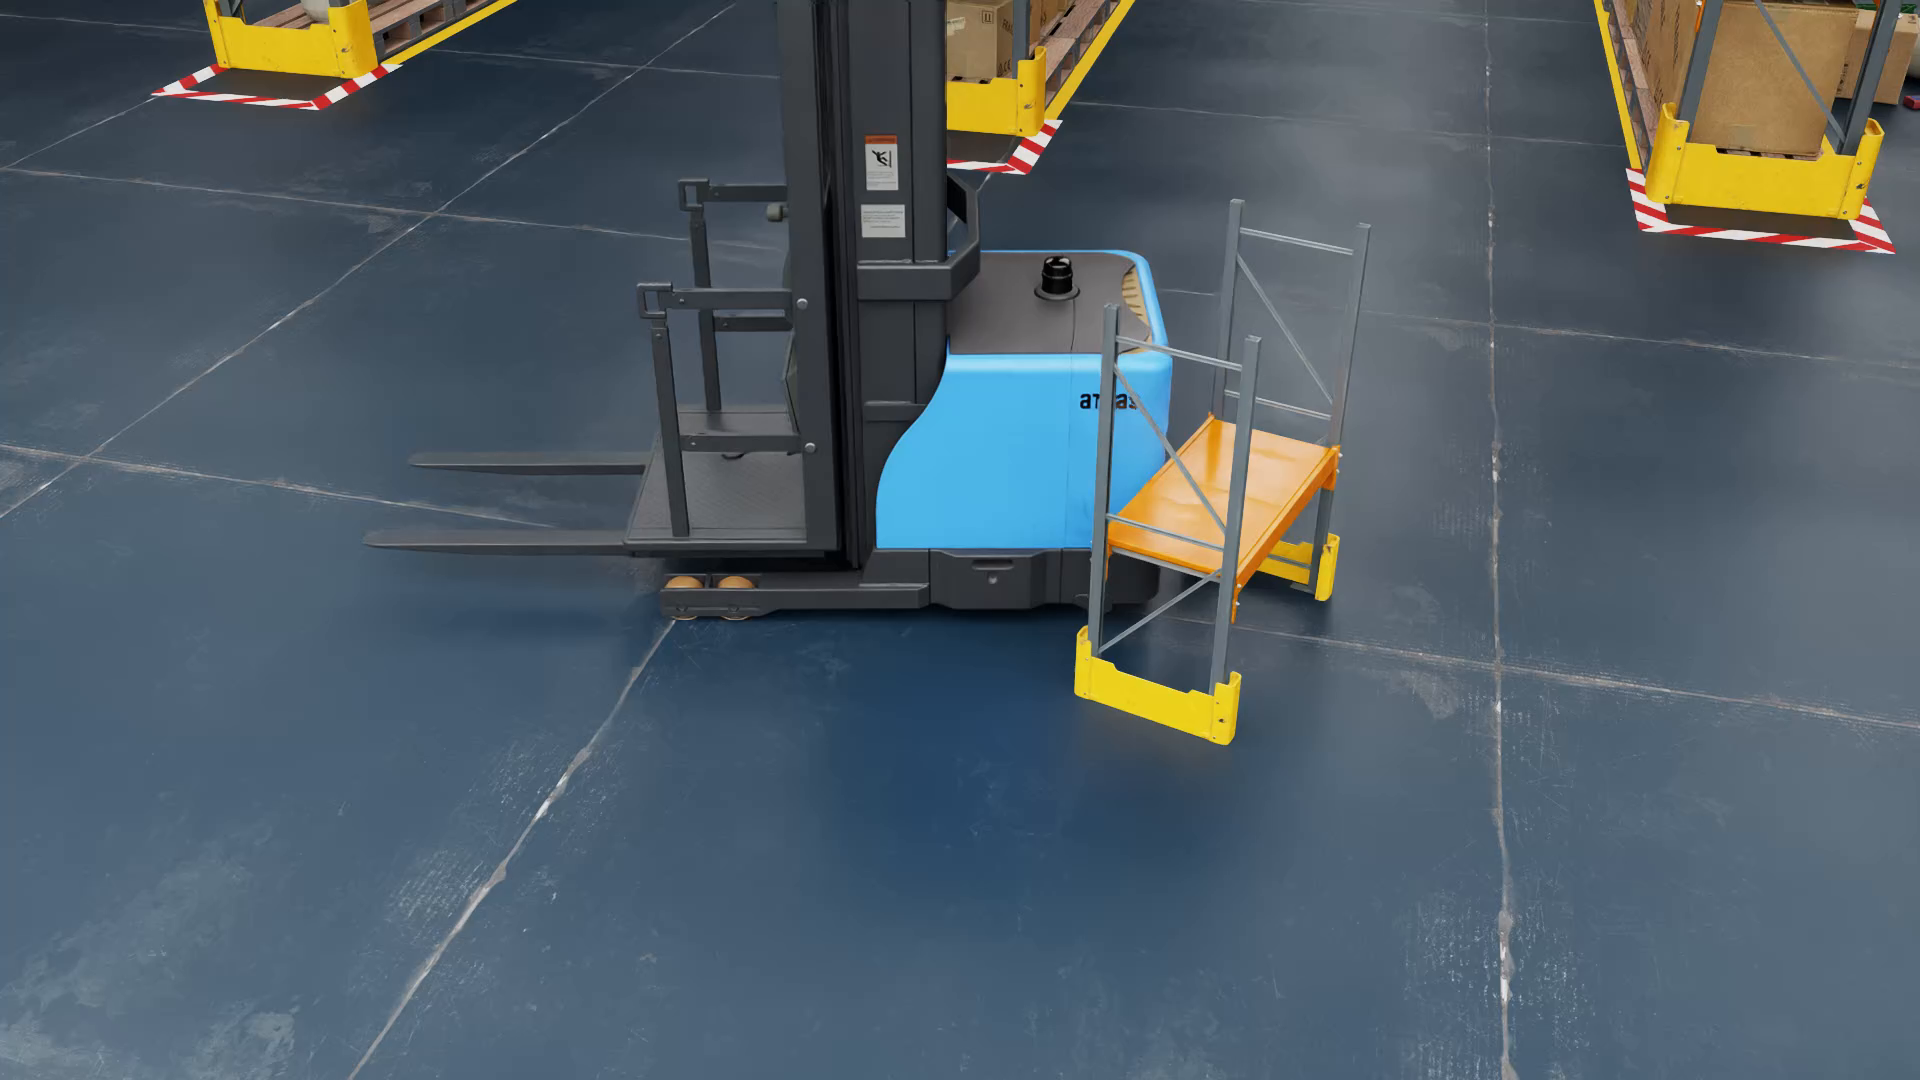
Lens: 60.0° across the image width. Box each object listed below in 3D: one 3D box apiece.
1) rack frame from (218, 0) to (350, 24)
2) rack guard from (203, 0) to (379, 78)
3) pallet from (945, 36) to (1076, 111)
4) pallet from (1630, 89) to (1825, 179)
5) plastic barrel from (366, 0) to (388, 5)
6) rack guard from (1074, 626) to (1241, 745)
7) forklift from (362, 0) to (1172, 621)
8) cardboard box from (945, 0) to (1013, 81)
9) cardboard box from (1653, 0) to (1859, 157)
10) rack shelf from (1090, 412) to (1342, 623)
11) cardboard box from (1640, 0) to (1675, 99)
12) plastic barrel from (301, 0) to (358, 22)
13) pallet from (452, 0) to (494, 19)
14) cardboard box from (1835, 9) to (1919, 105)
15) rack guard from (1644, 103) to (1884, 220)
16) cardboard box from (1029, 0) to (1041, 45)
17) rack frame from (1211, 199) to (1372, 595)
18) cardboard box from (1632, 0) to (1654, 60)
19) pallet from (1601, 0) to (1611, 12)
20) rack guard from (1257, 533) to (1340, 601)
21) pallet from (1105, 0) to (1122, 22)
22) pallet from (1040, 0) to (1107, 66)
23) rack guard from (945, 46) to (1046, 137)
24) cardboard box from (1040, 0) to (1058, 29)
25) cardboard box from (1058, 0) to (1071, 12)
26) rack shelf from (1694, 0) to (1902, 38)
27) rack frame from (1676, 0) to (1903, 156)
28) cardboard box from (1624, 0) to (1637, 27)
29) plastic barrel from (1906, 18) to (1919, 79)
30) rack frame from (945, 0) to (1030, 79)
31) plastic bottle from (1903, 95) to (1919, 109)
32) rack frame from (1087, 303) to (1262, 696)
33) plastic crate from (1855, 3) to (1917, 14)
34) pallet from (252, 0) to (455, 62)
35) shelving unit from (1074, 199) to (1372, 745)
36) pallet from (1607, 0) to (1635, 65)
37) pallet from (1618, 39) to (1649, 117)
[{"bbox_3d":[-4.841,-4.706,11.357,1.000,3.000,0.127,8,33,12],"label":"rack frame"},{"bbox_3d":[-4.867,-3.697,12.100,1.175,0.500,0.348,8,33,12],"label":"rack guard"},{"bbox_3d":[0.210,-3.311,11.762,1.003,0.211,1.213,8,33,12],"label":"pallet"},{"bbox_3d":[4.850,-2.553,10.569,1.003,0.211,1.213,8,33,12],"label":"pallet"},{"bbox_3d":[-4.620,-4.446,12.875,0.421,0.512,0.421,0,32,0],"label":"plastic barrel"},{"bbox_3d":[0.674,0.498,5.733,0.587,0.250,0.087,17,36,25],"label":"rack guard"},{"bbox_3d":[-0.760,-1.217,5.932,3.031,2.935,1.130,0,32,0],"label":"forklift"},{"bbox_3d":[0.125,-3.476,11.361,0.500,0.500,0.500,14,35,21],"label":"cardboard box"},{"bbox_3d":[4.830,-2.946,10.177,0.875,0.875,0.875,8,33,13],"label":"cardboard box"},{"bbox_3d":[0.917,-0.105,5.852,0.538,0.185,1.000,17,36,25],"label":"rack shelf"},{"bbox_3d":[5.052,-3.403,10.895,0.875,0.875,0.875,8,33,12],"label":"cardboard box"},{"bbox_3d":[-4.747,-4.186,12.466,0.421,0.512,0.421,0,32,0],"label":"plastic barrel"},{"bbox_3d":[-4.344,-4.627,13.832,1.003,0.211,1.213,8,33,12],"label":"pallet"},{"bbox_3d":[6.336,-3.381,11.600,0.500,0.500,0.500,14,35,21],"label":"cardboard box"},{"bbox_3d":[4.716,-2.237,9.803,1.175,0.500,0.348,8,33,12],"label":"rack guard"},{"bbox_3d":[0.244,-3.791,11.856,0.500,0.500,0.500,17,36,25],"label":"cardboard box"},{"bbox_3d":[1.170,-0.493,6.128,0.500,1.500,0.032,17,36,25],"label":"rack frame"},{"bbox_3d":[5.285,-3.875,11.639,0.875,0.875,0.875,8,33,13],"label":"cardboard box"},{"bbox_3d":[5.860,-4.614,13.811,1.003,0.211,1.213,8,33,12],"label":"pallet"},{"bbox_3d":[1.169,0.035,6.462,0.587,0.250,0.087,17,36,25],"label":"rack guard"},{"bbox_3d":[0.829,-4.578,13.754,1.003,0.211,1.213,8,33,12],"label":"pallet"},{"bbox_3d":[0.522,-3.943,12.755,1.003,0.211,1.213,8,33,12],"label":"pallet"},{"bbox_3d":[-0.030,-3.017,11.029,1.175,0.500,0.348,8,33,12],"label":"rack guard"},{"bbox_3d":[0.421,-4.113,12.363,0.500,0.500,0.500,11,34,17],"label":"cardboard box"},{"bbox_3d":[0.606,-4.397,12.809,0.500,0.500,0.500,5,33,8],"label":"cardboard box"},{"bbox_3d":[5.230,-4.039,10.977,1.077,0.370,4.000,8,33,12],"label":"rack shelf"},{"bbox_3d":[4.722,-3.304,9.152,1.000,3.000,0.127,8,33,12],"label":"rack frame"},{"bbox_3d":[5.510,-4.344,12.376,0.875,0.875,0.875,9,33,13],"label":"cardboard box"},{"bbox_3d":[6.933,-3.495,11.853,0.421,0.421,0.512,-21,38,-29],"label":"plastic barrel"},{"bbox_3d":[-0.050,-4.032,10.296,1.000,3.000,0.127,8,33,12],"label":"rack frame"},{"bbox_3d":[6.657,-3.012,11.431,0.283,0.061,0.133,-3,33,-4],"label":"plastic bottle"},{"bbox_3d":[0.664,-0.020,5.384,0.500,1.500,0.032,17,36,25],"label":"rack frame"},{"bbox_3d":[6.960,-3.949,12.733,0.662,0.188,0.450,-28,32,-37],"label":"plastic crate"},{"bbox_3d":[-4.655,-3.996,12.839,1.003,0.211,1.213,8,33,12],"label":"pallet"},{"bbox_3d":[0.921,-0.261,5.763,0.587,1.500,1.083,17,36,25],"label":"shelving unit"},{"bbox_3d":[5.469,-3.819,12.561,1.003,0.211,1.213,8,33,12],"label":"pallet"},{"bbox_3d":[5.161,-3.184,11.562,1.003,0.211,1.213,8,33,12],"label":"pallet"}]
